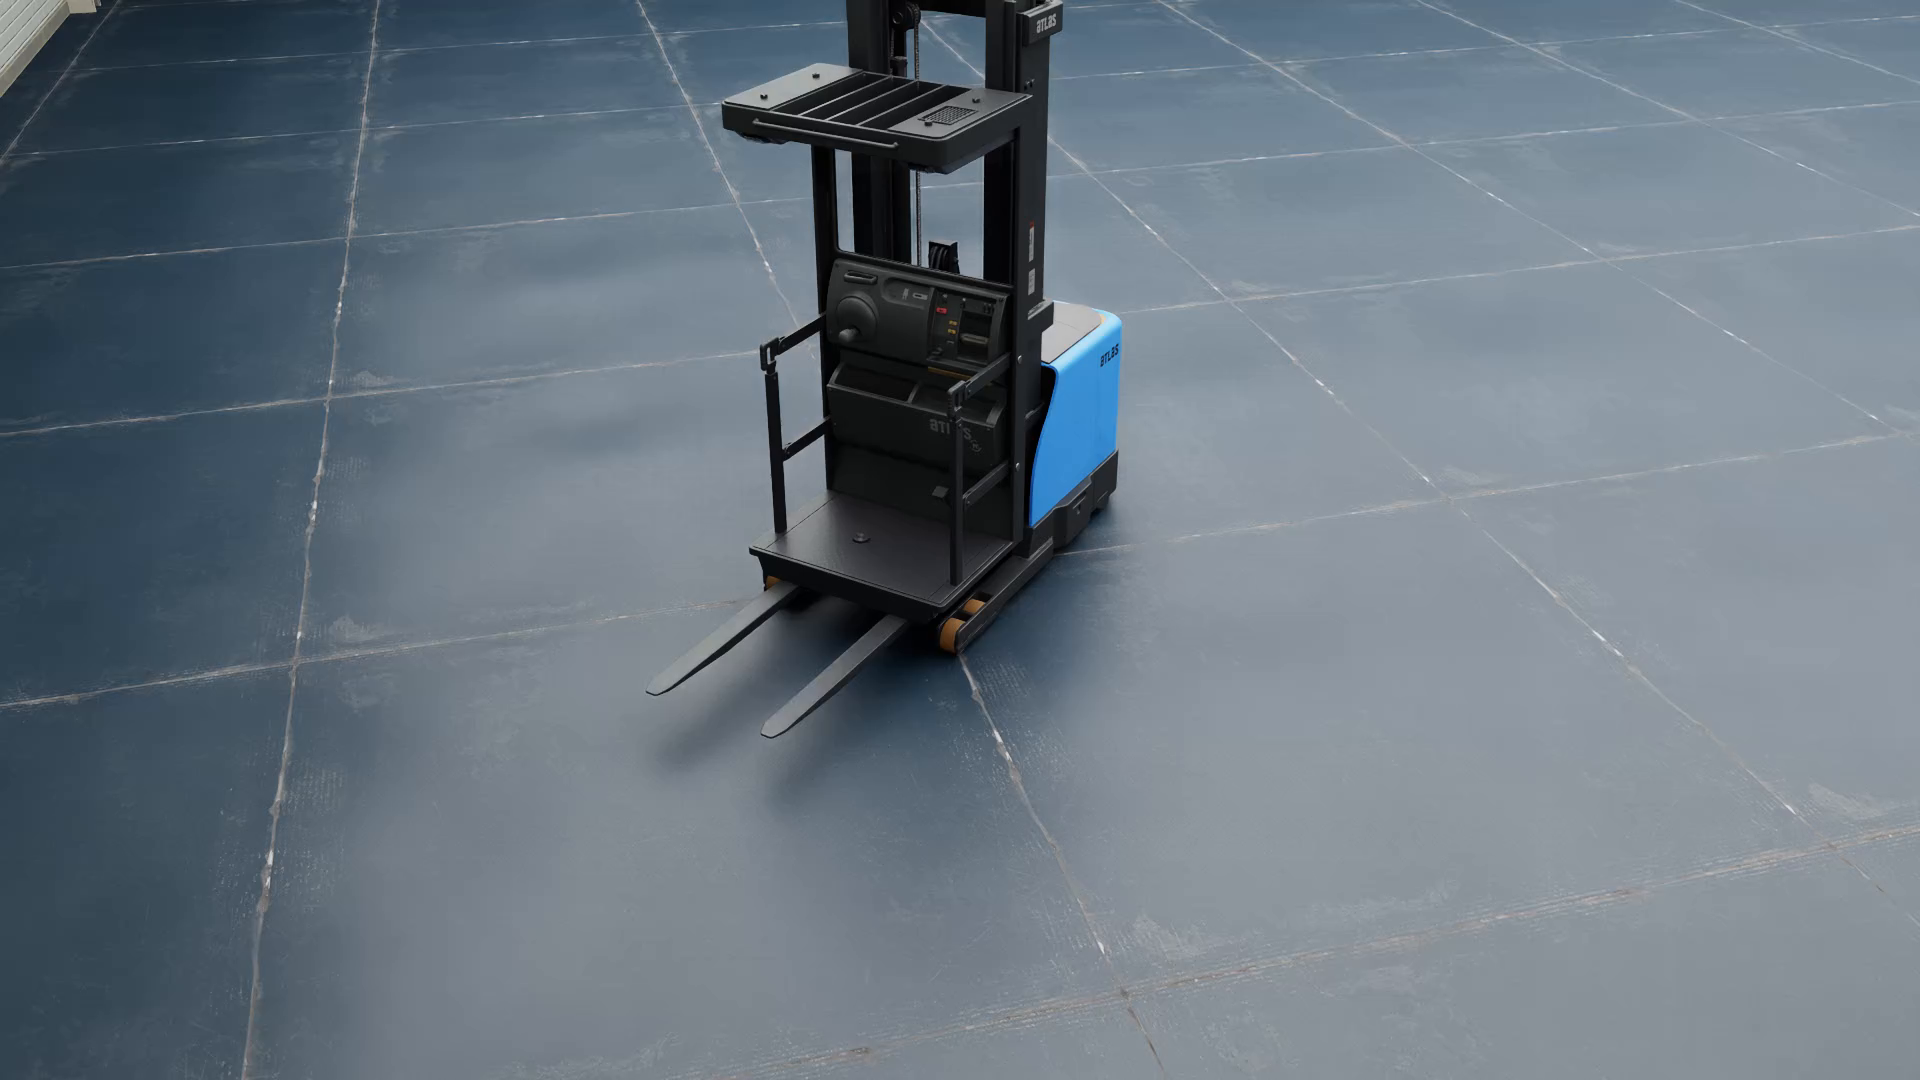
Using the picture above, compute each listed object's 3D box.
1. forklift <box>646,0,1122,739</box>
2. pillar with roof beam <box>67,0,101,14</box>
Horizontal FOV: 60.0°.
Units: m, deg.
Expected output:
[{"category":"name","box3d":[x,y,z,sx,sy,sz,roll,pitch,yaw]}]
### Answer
[{"category":"forklift","box3d":[-0.314,-0.996,7.544,1.130,2.935,3.031,16,34,26]},{"category":"pillar with roof beam","box3d":[-6.126,-10.695,18.245,9.100,9.000,0.400,-8,31,-13]}]
